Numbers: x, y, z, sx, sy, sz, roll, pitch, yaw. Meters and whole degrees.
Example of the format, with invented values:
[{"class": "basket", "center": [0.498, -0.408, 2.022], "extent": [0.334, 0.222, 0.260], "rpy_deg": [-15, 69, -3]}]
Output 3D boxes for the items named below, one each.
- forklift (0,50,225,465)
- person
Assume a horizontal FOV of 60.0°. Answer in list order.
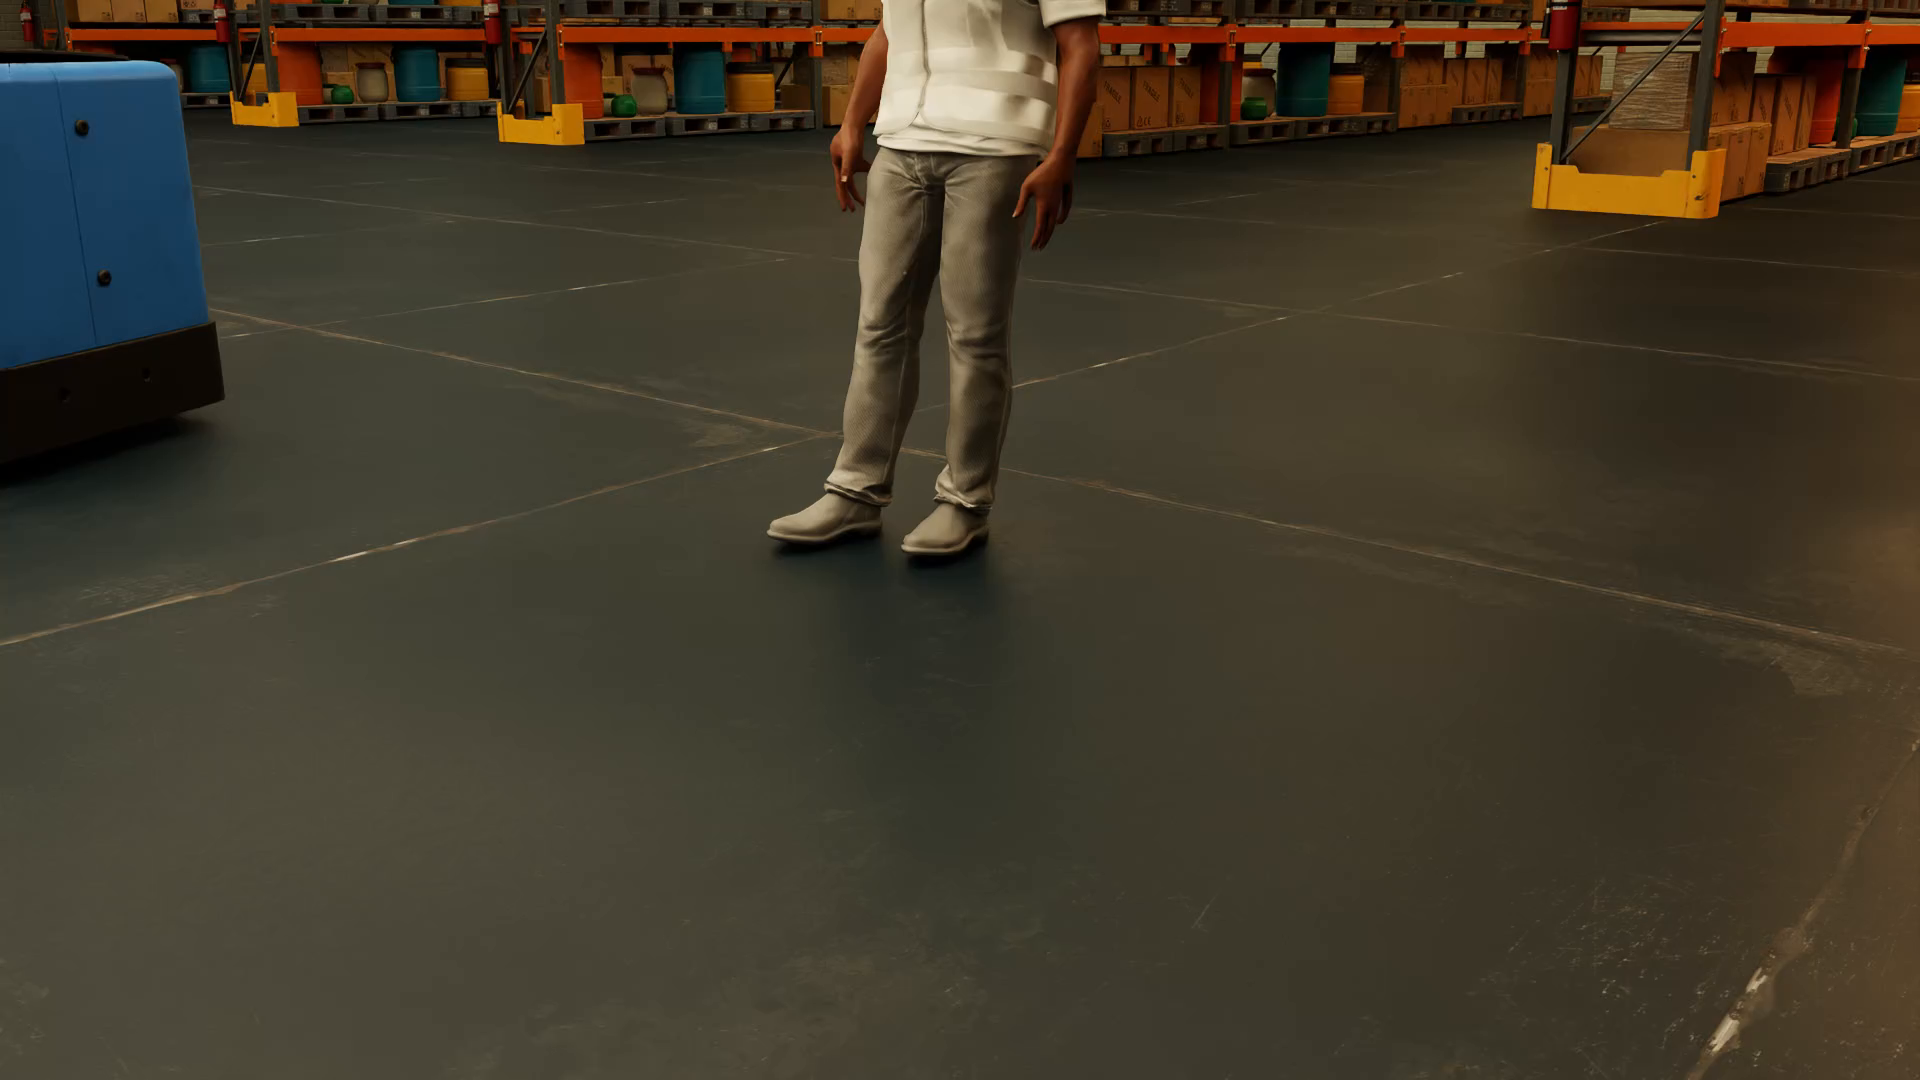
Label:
[{"class": "forklift", "center": [-3.840, -1.762, 4.701], "extent": [3.031, 2.935, 1.130], "rpy_deg": [5, 18, 16]}, {"class": "person", "center": [-0.049, -0.837, 3.635], "extent": [0.665, 1.768, 0.575], "rpy_deg": [13, 21, 37]}]
